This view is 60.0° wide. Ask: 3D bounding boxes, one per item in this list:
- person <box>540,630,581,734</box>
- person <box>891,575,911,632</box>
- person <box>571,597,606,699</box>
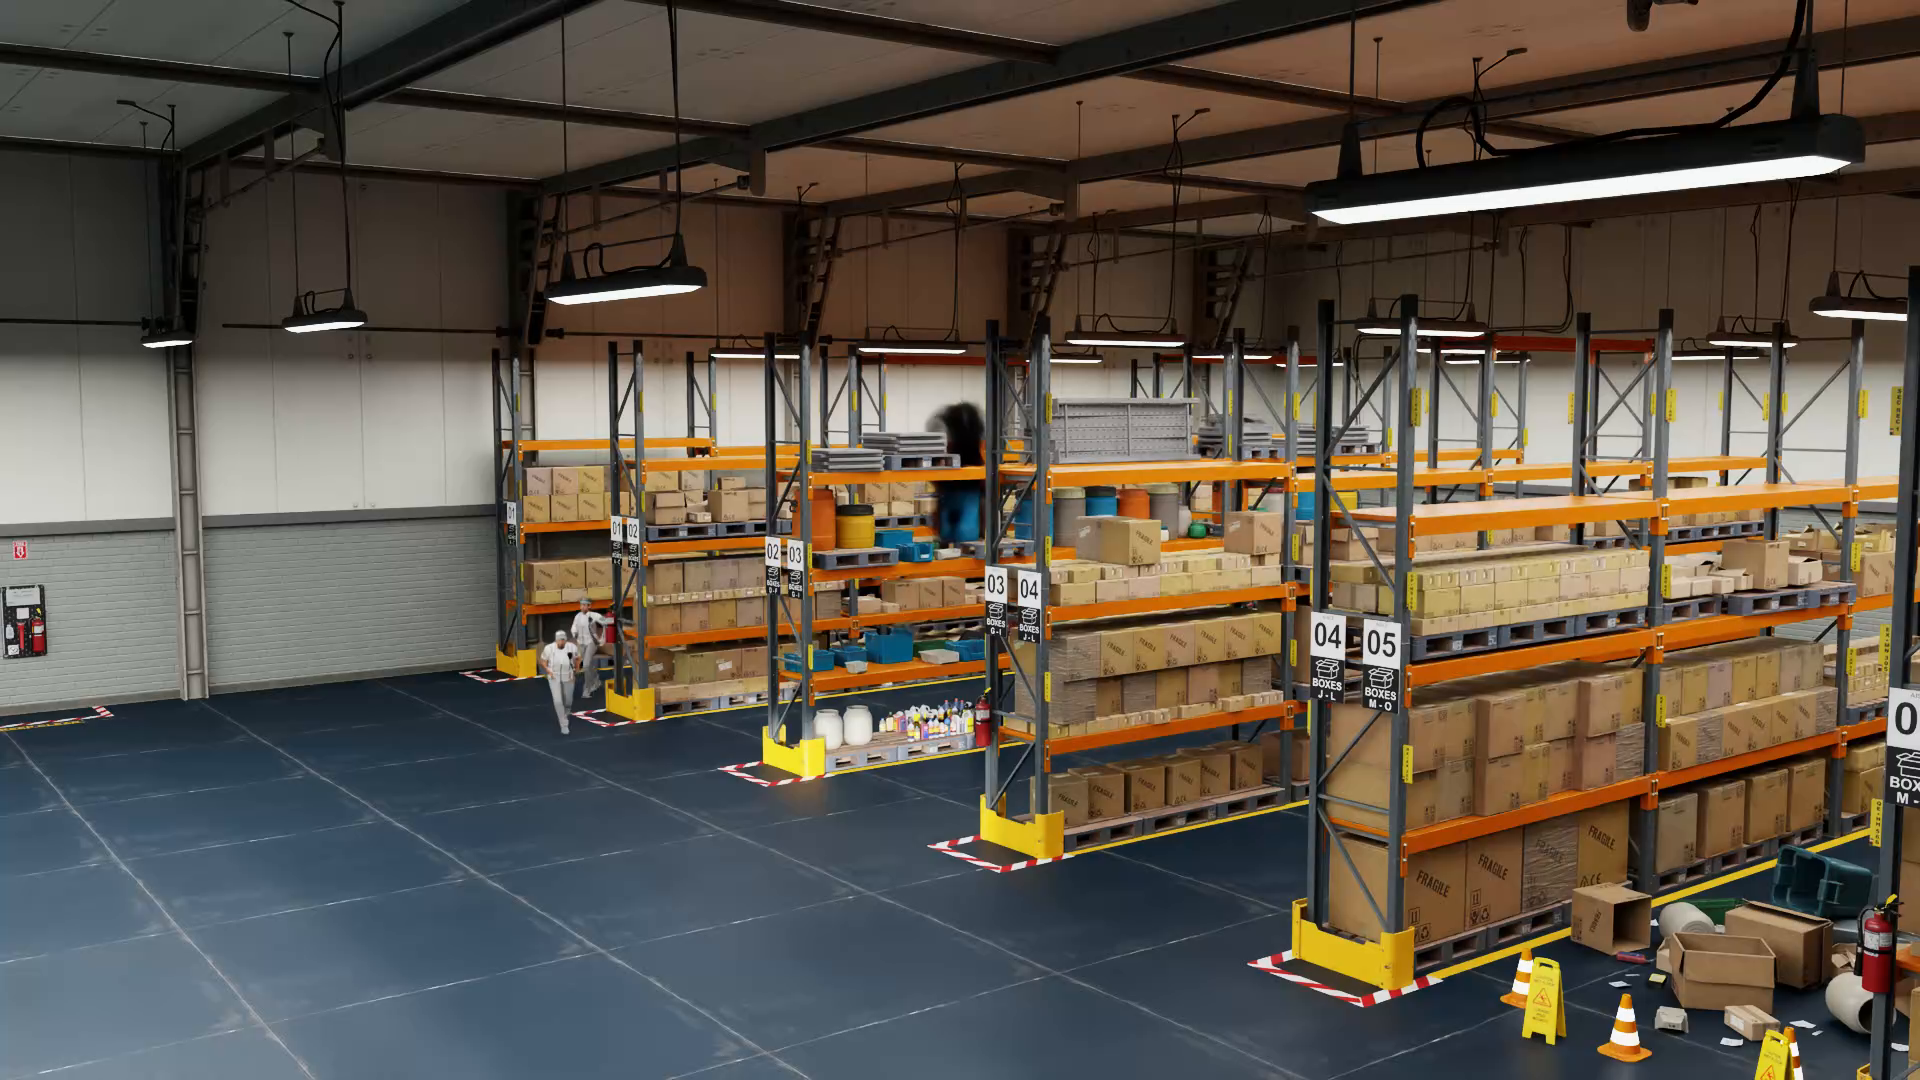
[{"bbox_3d":[-6.127,2.156,25.545,0.602,1.618,0.874,-1,5,-10],"label":"person"},{"bbox_3d":[-1.196,1.391,33.509,0.818,1.713,0.513,-5,7,-42],"label":"person"},{"bbox_3d":[-6.356,1.836,28.488,0.612,1.768,0.745,2,6,26],"label":"person"}]
